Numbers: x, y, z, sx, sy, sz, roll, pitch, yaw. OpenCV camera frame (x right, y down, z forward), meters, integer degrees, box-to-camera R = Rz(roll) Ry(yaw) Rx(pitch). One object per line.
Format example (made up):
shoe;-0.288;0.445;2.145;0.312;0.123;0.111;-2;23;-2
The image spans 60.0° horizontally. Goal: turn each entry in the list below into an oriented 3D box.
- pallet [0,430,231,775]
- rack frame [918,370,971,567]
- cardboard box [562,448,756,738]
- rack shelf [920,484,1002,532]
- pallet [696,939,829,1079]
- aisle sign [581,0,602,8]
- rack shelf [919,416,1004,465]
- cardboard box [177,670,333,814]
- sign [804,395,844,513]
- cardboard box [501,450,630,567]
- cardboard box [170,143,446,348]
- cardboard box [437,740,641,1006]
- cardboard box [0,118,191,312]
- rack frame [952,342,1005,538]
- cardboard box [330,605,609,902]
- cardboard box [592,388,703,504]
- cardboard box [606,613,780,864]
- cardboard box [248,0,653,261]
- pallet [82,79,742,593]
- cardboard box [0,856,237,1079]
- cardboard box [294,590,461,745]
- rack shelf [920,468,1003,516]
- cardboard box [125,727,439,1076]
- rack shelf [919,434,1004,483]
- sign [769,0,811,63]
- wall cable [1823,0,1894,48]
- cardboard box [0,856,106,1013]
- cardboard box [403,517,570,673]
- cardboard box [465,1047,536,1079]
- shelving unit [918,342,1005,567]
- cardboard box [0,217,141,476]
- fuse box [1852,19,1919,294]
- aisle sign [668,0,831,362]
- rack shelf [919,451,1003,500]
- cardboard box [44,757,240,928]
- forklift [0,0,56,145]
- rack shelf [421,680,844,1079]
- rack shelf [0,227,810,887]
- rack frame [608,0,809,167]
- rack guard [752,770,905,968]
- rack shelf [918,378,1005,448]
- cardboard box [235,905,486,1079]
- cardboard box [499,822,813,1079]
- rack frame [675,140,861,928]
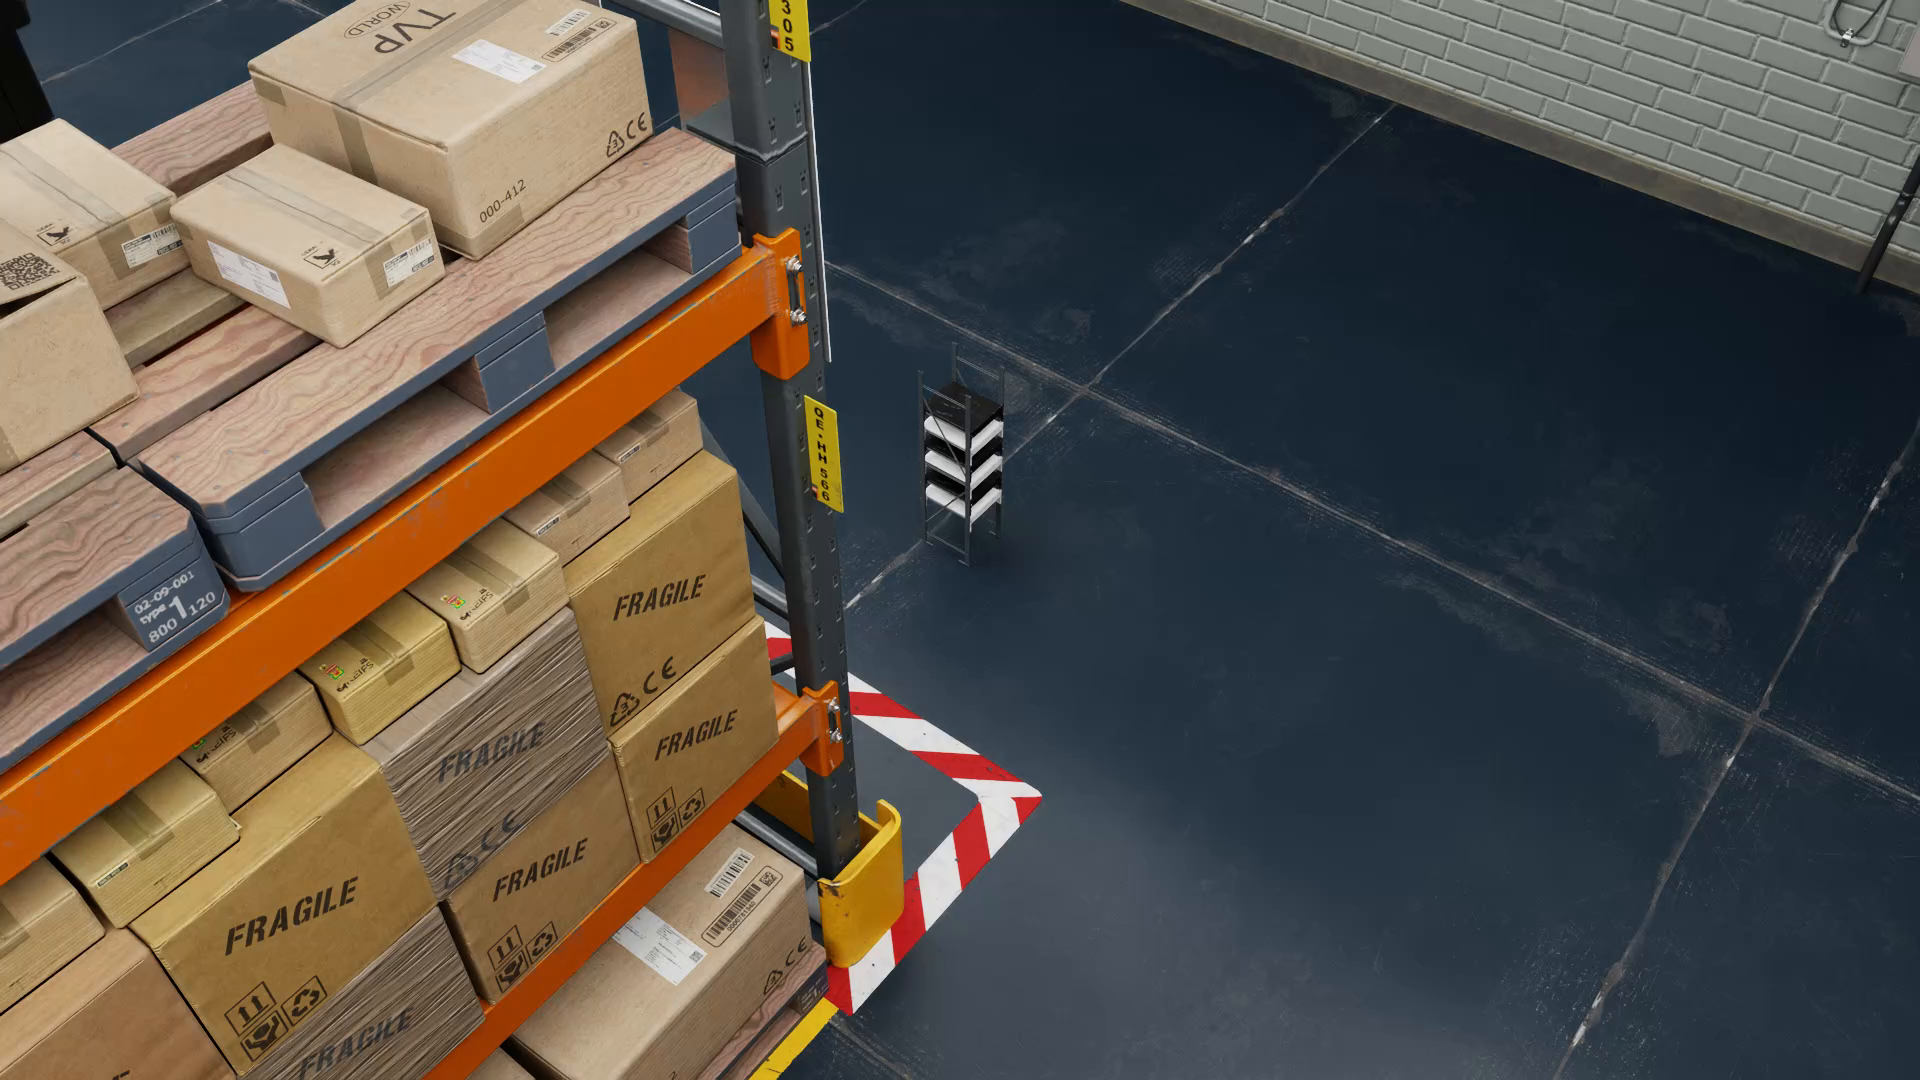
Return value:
pallet;-1.933;0.160;2.510;1.003;0.211;1.213;29;53;25
rack frame;-0.057;-0.257;6.373;0.240;0.900;0.006;29;53;25
cardboard box;-0.848;0.036;3.880;0.500;0.500;0.500;31;54;26
rack shelf;0.005;-0.168;6.583;0.258;0.077;0.200;29;53;25
pallet;-1.169;1.491;5.180;1.003;0.211;1.213;29;53;25
aisle sign;-0.927;-1.032;3.864;0.394;0.787;0.004;29;53;25
rack shelf;0.005;-0.417;6.323;0.258;0.077;0.200;29;53;25
cardboard box;-1.433;0.310;3.170;0.380;0.149;0.250;29;53;25
sign;-0.321;-0.199;3.901;0.100;0.325;0.005;29;53;25
cardboard box;-0.939;-0.119;3.580;0.380;0.149;0.250;30;53;26
cardboard box;-1.139;-0.521;2.913;0.380;0.149;0.250;25;51;22
cardboard box;-1.146;0.674;3.962;0.500;0.500;0.500;28;52;24
cardboard box;-1.589;-0.573;2.962;0.380;0.149;0.250;31;54;26
rack frame;0.067;-0.374;6.485;0.240;0.900;0.006;29;53;25
cardboard box;-1.144;0.349;3.582;0.500;0.500;0.500;29;53;25
cardboard box;-0.803;-0.275;3.729;0.380;0.149;0.250;30;53;25
cardboard box;-0.827;0.394;4.230;0.500;0.500;0.500;29;53;25
cardboard box;-0.946;-0.831;3.139;0.500;0.250;0.500;25;51;22
pallet;-1.187;-0.541;3.179;1.003;0.211;1.213;29;53;25
cardboard box;-1.758;0.917;3.039;0.500;0.500;0.500;29;53;25
cardboard box;-1.217;0.192;3.283;0.380;0.149;0.250;30;53;26
rack shelf;0.005;-0.230;6.518;0.258;0.077;0.200;29;53;25
cardboard box;-1.449;0.630;3.313;0.500;0.500;0.500;29;53;25
rack shelf;0.005;-0.355;6.388;0.258;0.077;0.200;29;53;25
sign;-0.321;-1.031;3.029;0.100;0.325;0.005;29;53;25
wall cable;3.817;-2.932;6.774;0.588;1.984;0.122;29;53;25
cardboard box;-1.715;0.621;2.873;0.380;0.149;0.250;31;54;26
cardboard box;-1.030;0.066;3.403;0.380;0.149;0.250;29;53;25
cardboard box;-1.619;1.725;4.510;0.875;0.438;0.875;31;54;26
shelving unit;0.005;-0.315;6.429;0.258;0.900;0.210;29;53;25
cardboard box;-1.696;-0.315;2.604;0.500;0.311;0.500;30;53;26
fuse box;4.260;-1.744;7.233;0.539;1.711;0.414;29;53;25
aisle sign;-0.452;-0.767;3.610;0.394;0.787;0.004;29;53;25
rack shelf;0.005;-0.292;6.453;0.258;0.077;0.200;29;53;25
cardboard box;-1.539;0.480;3.008;0.380;0.149;0.250;30;53;26
forklift;-3.253;-0.327;5.035;1.130;2.935;3.031;30;53;26
rack shelf;-1.965;1.428;3.809;1.077;0.370;4.000;29;53;25
rack shelf;-1.965;0.392;2.724;1.077;0.370;4.000;29;53;25
rack frame;-0.742;-2.037;2.473;1.000;3.000;0.127;29;53;25
rack guard;-0.727;0.885;5.559;1.175;0.500;0.348;29;53;25
rack shelf;0.005;-0.479;6.258;0.258;0.077;0.200;29;53;25
cardboard box;-1.453;0.973;3.677;0.500;0.500;0.500;31;54;26
cardboard box;-1.066;1.197;5.013;0.875;0.438;0.875;27;52;24
rack frame;-0.742;0.035;4.642;1.000;3.000;0.127;29;53;25
